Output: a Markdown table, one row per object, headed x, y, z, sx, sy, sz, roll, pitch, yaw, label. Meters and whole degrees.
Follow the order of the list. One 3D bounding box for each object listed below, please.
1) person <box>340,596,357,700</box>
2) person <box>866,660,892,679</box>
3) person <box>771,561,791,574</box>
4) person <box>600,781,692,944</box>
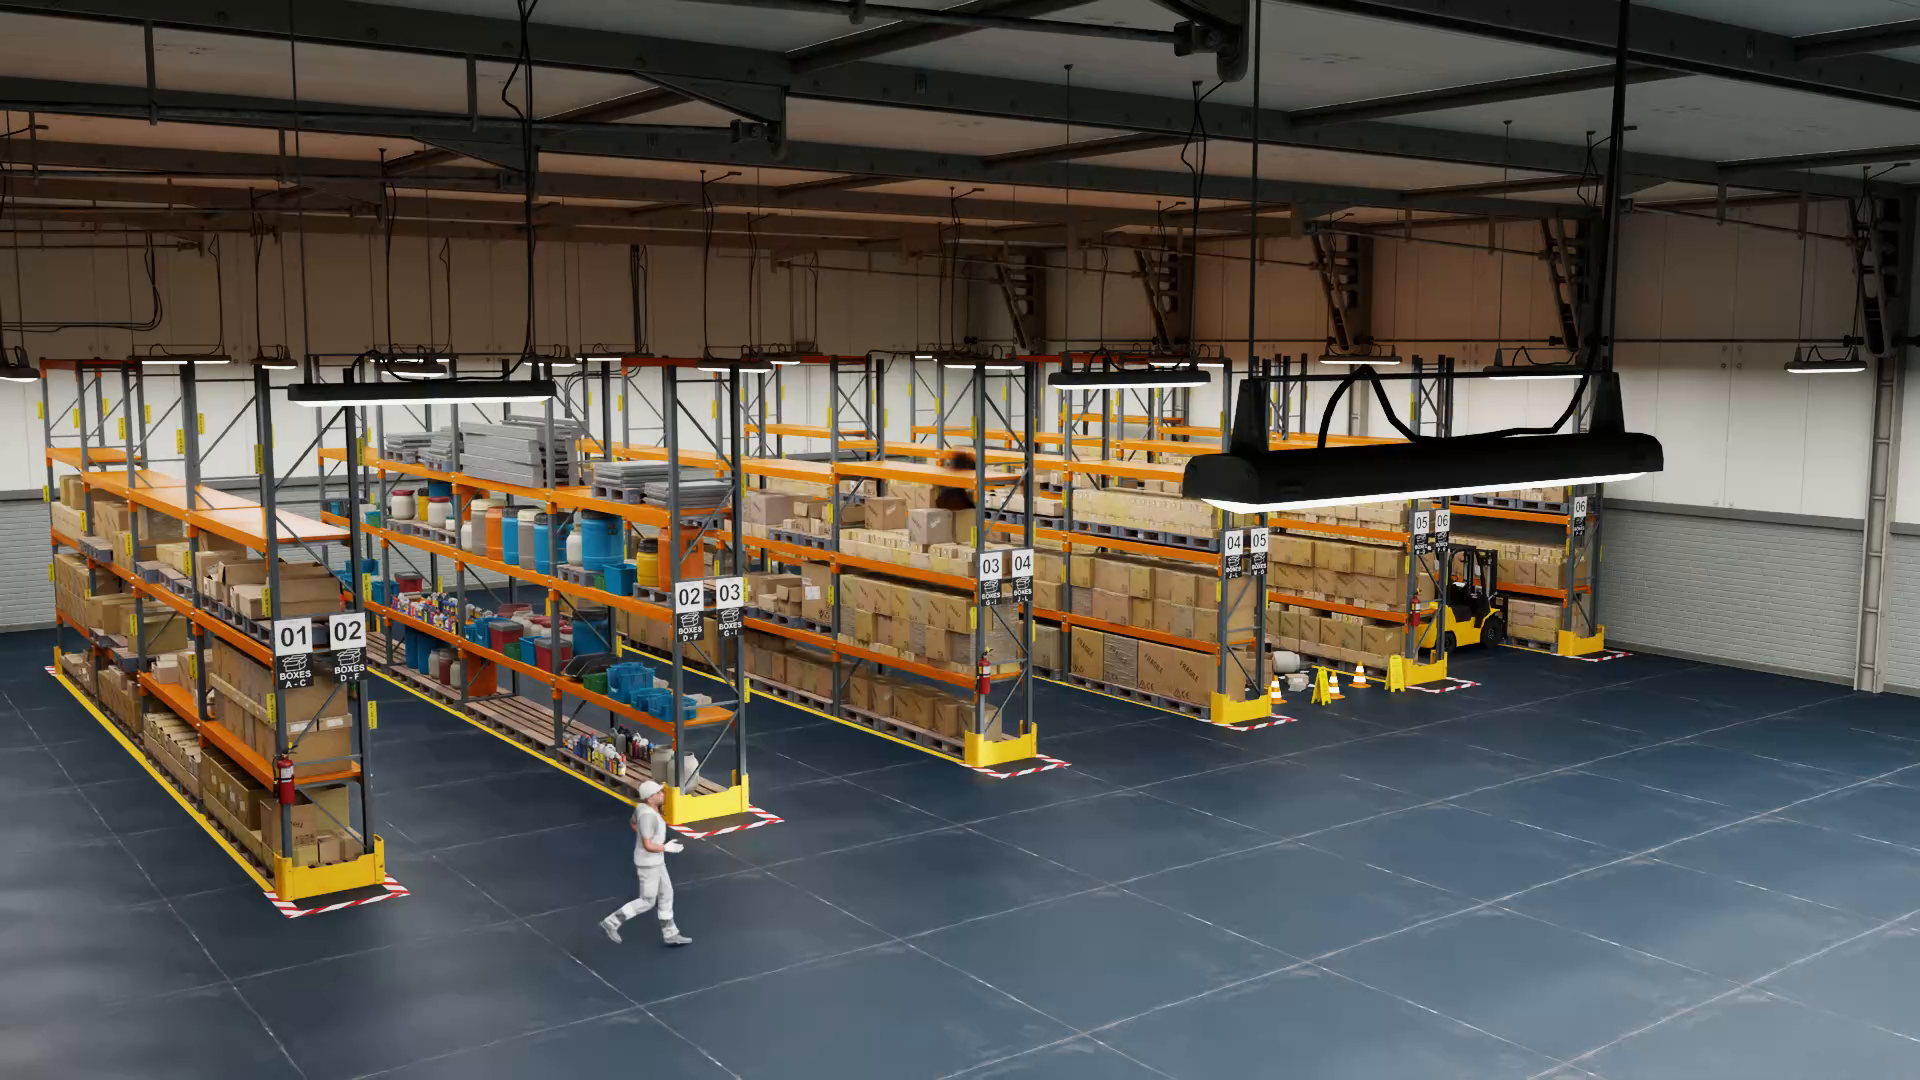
| x | y | z | sx | sy | sz | roll | pitch | yaw | label |
| --- | --- | --- | --- | --- | --- | --- | --- | --- | --- |
| -10.943 | 1.876 | 29.540 | 0.673 | 1.802 | 0.934 | -5 | 8 | -35 | person |
| -1.522 | 1.732 | 31.101 | 0.684 | 1.834 | 0.693 | -5 | 9 | -37 | person |
| -4.480 | 0.461 | 41.842 | 0.727 | 1.763 | 0.713 | 1 | 7 | 5 | person |
| -3.283 | 3.379 | 17.331 | 0.946 | 1.784 | 0.667 | -1 | 7 | -11 | person |
